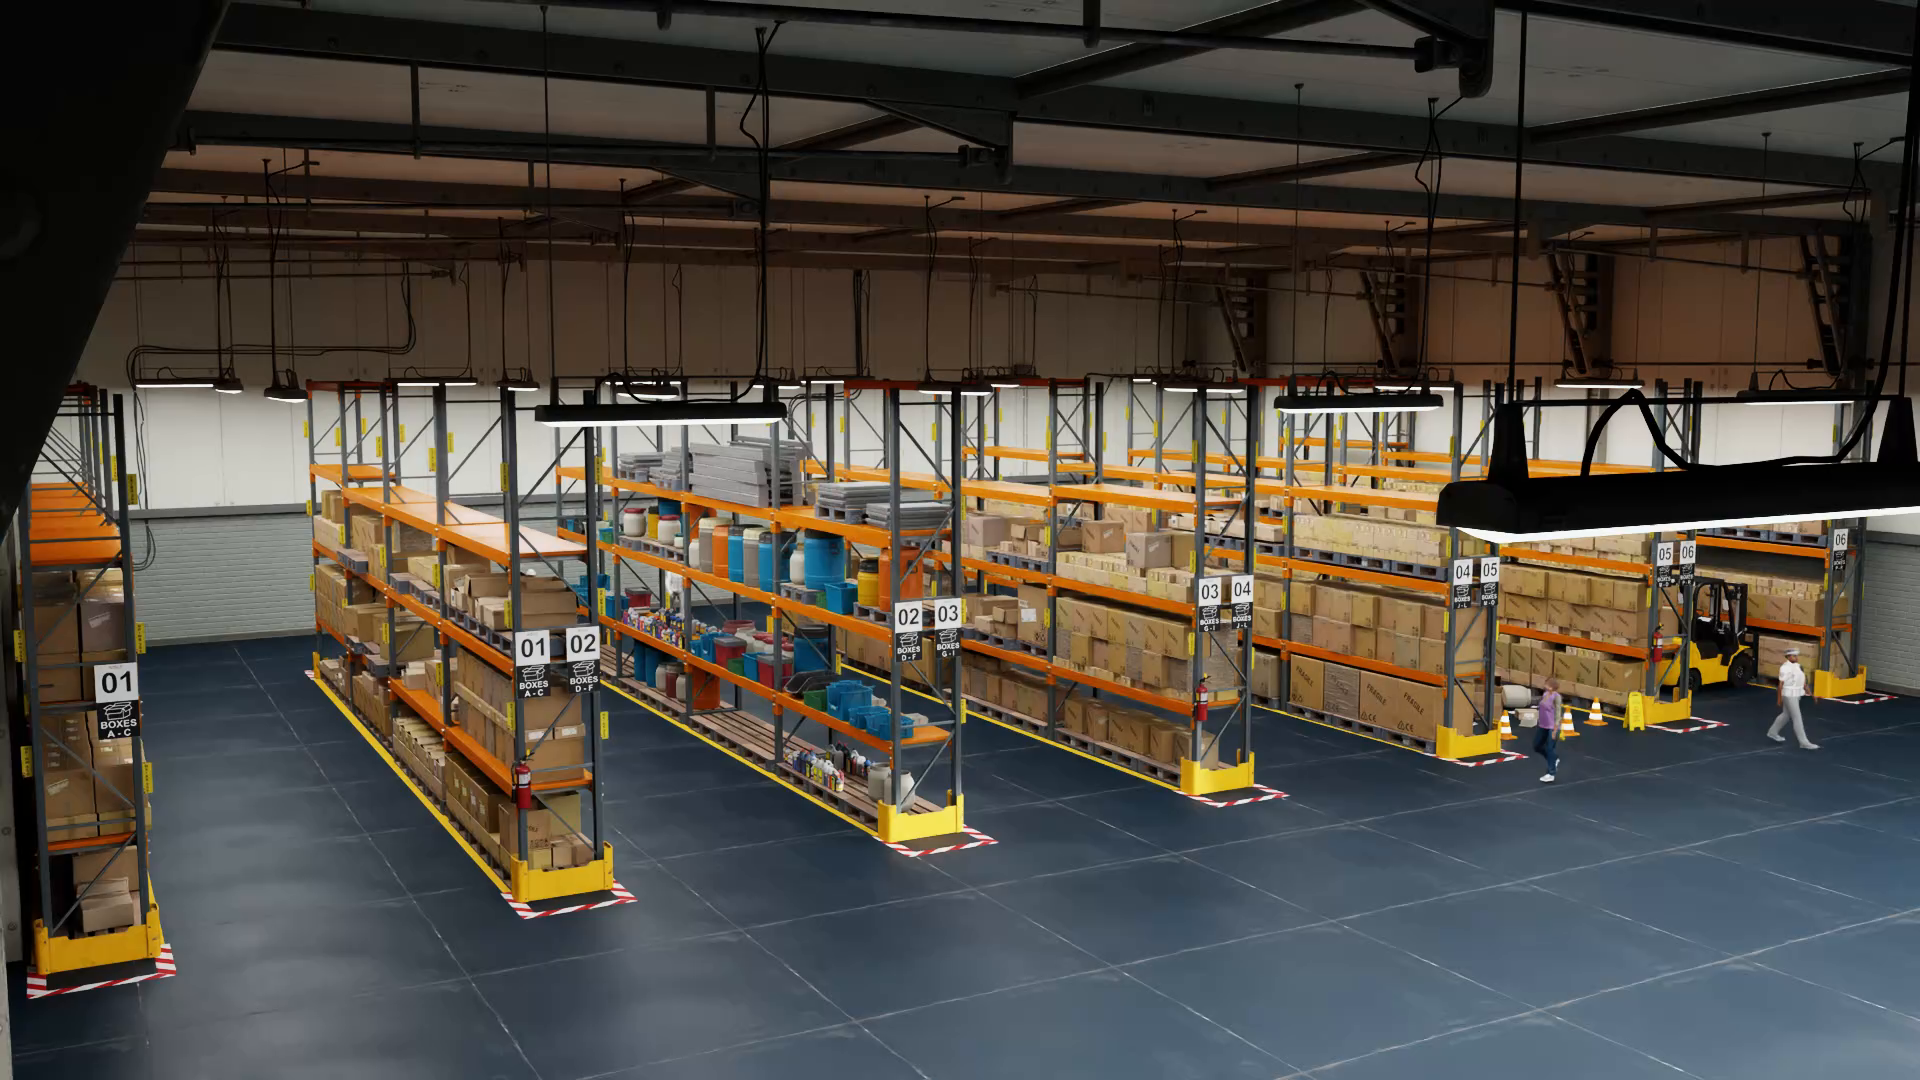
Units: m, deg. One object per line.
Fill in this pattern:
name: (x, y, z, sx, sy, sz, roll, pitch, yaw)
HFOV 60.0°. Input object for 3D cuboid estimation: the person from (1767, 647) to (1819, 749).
person: (13.809, 2.575, 27.470, 0.470, 1.640, 0.944, -4, 7, -34)

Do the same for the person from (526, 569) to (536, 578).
person: (-9.628, 1.497, 37.352, 0.551, 1.714, 1.109, 0, 6, 2)

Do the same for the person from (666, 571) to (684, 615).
person: (-6.851, 1.221, 40.222, 0.519, 1.615, 1.034, -3, 7, -26)

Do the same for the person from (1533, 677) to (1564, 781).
person: (8.969, 2.854, 25.168, 0.478, 1.572, 0.414, -4, 7, -30)
